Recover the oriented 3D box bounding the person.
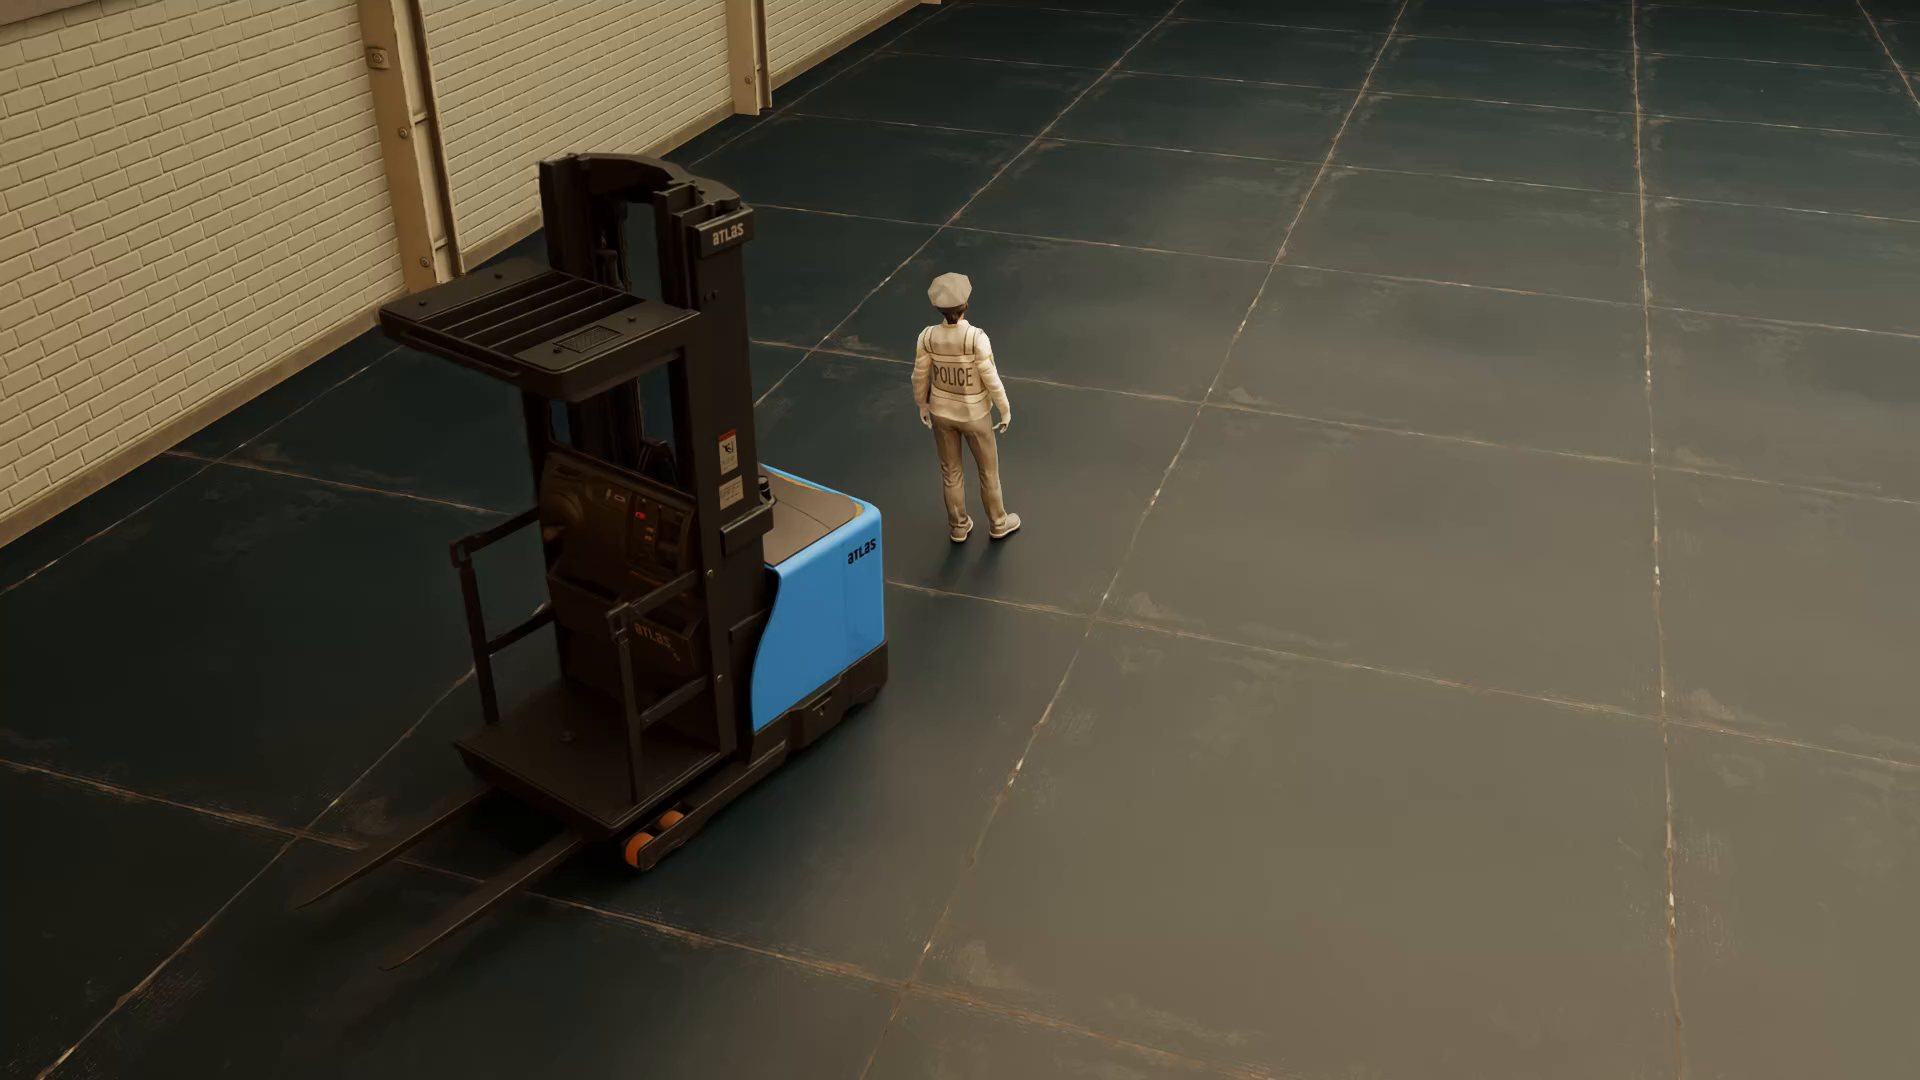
[{"bbox_3d":[0.028,-0.774,9.727,0.587,1.695,0.531,10,31,16],"label":"person"}]

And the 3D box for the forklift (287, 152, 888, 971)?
[{"bbox_3d":[-1.656,-0.061,7.244,1.130,2.935,3.031,20,35,31],"label":"forklift"}]
